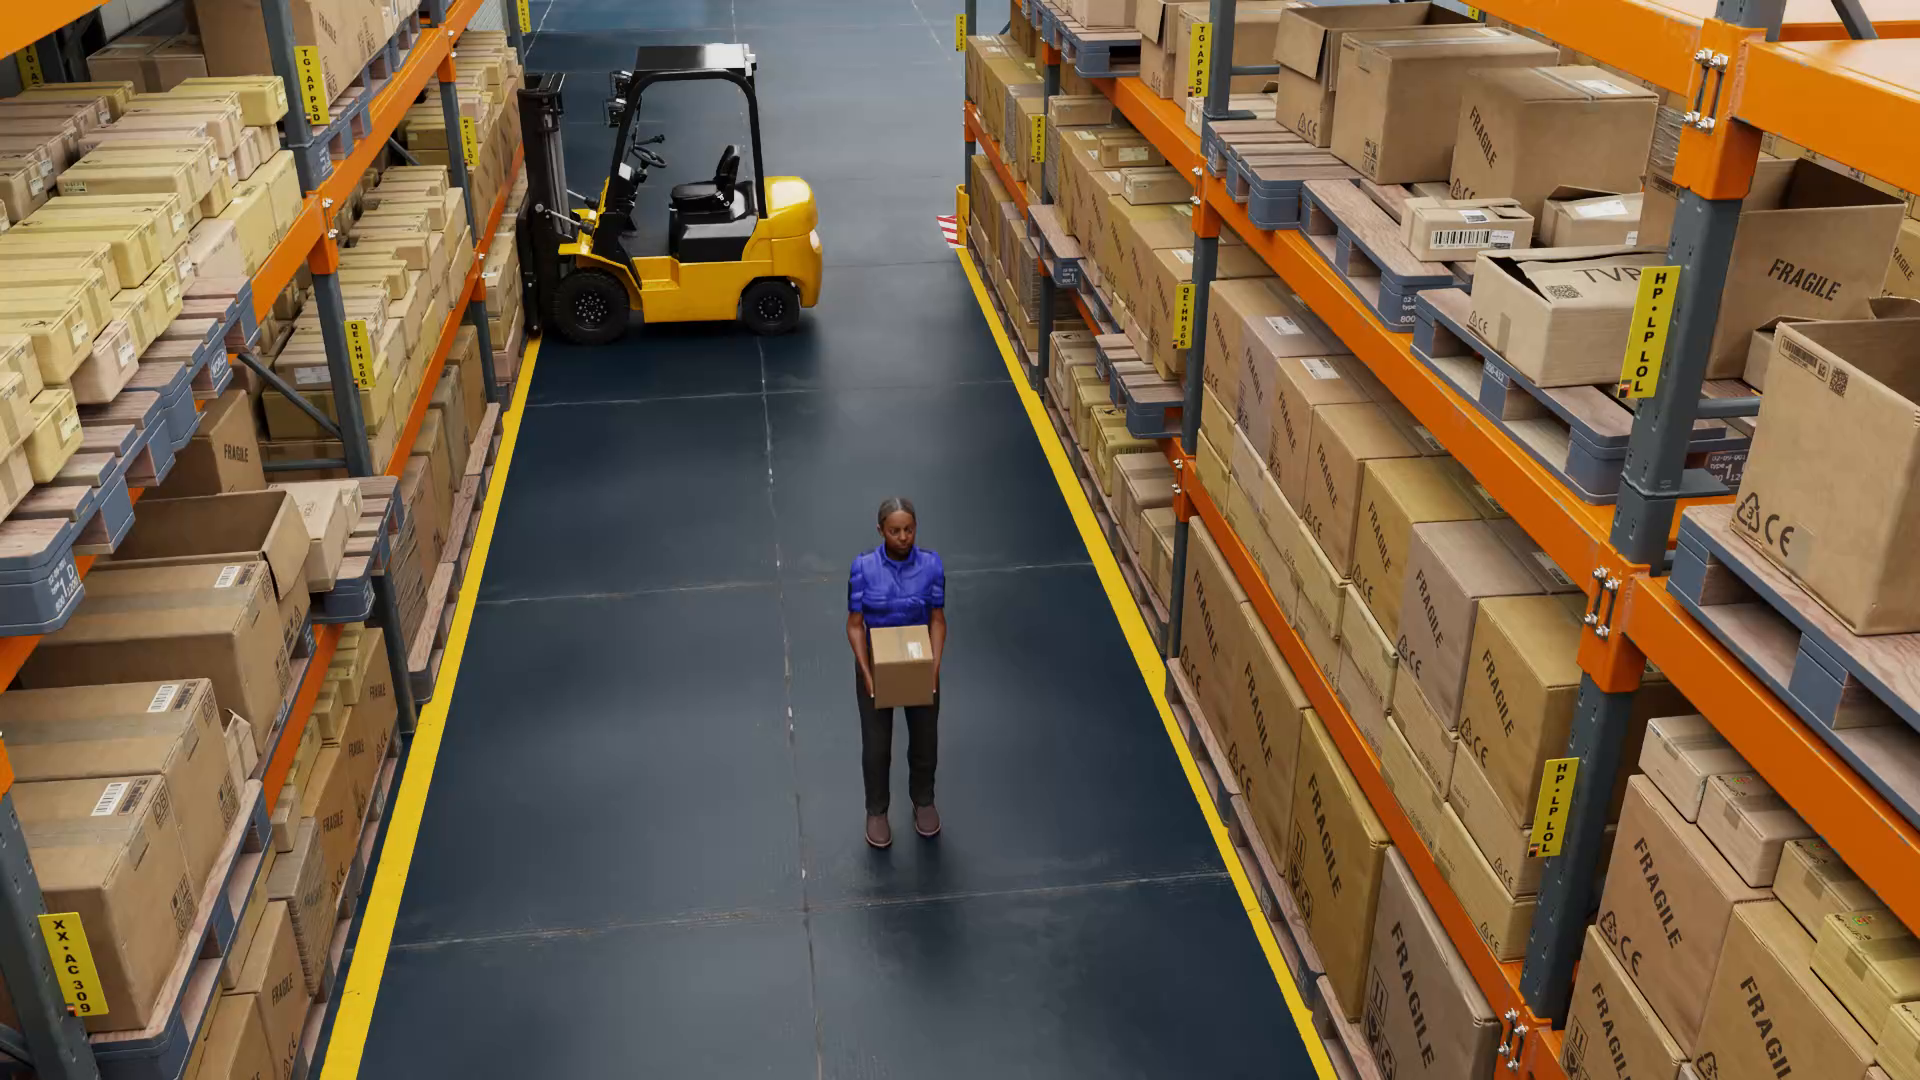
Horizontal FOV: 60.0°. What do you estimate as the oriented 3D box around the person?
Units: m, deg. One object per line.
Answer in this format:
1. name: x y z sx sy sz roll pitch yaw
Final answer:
1. person: -0.273 0.621 7.433 0.450 1.646 0.523 -3 28 -6
